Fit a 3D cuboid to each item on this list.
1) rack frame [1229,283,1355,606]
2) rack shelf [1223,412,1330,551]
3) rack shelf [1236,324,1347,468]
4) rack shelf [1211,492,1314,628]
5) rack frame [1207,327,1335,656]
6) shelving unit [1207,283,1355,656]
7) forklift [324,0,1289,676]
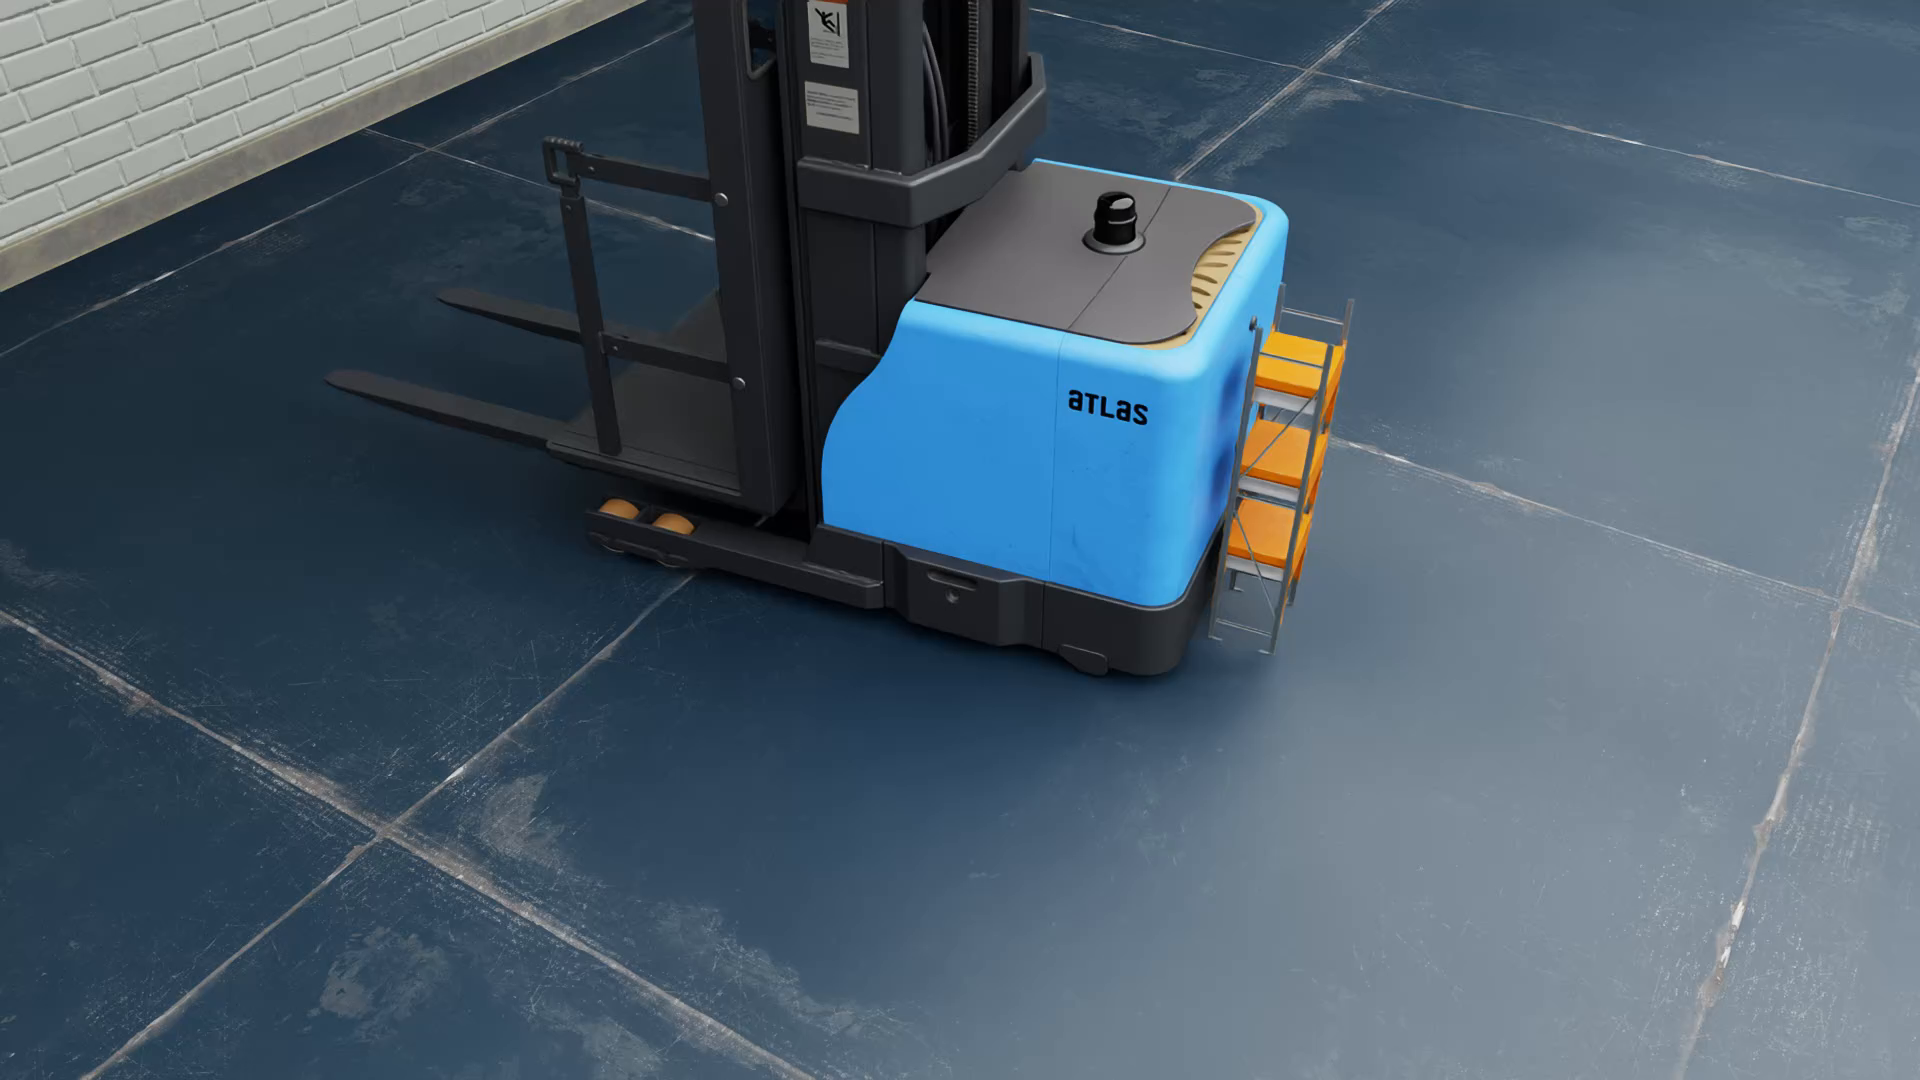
[{"bbox_3d":[0.924,-0.240,4.696,0.200,1.050,0.008,15,40,16],"label":"rack frame"},{"bbox_3d":[0.877,-0.163,4.614,0.215,0.259,0.240,15,40,16],"label":"rack shelf"},{"bbox_3d":[0.885,-0.386,4.438,0.215,0.259,0.240,15,40,16],"label":"rack shelf"},{"bbox_3d":[0.869,0.055,4.786,0.215,0.259,0.240,15,40,16],"label":"rack shelf"},{"bbox_3d":[0.831,-0.102,4.518,0.200,1.050,0.008,15,40,16],"label":"rack frame"},{"bbox_3d":[0.877,-0.171,4.607,0.215,1.050,0.252,15,40,16],"label":"shelving unit"},{"bbox_3d":[-0.614,-1.356,4.609,3.031,2.935,1.130,14,40,18],"label":"forklift"}]
